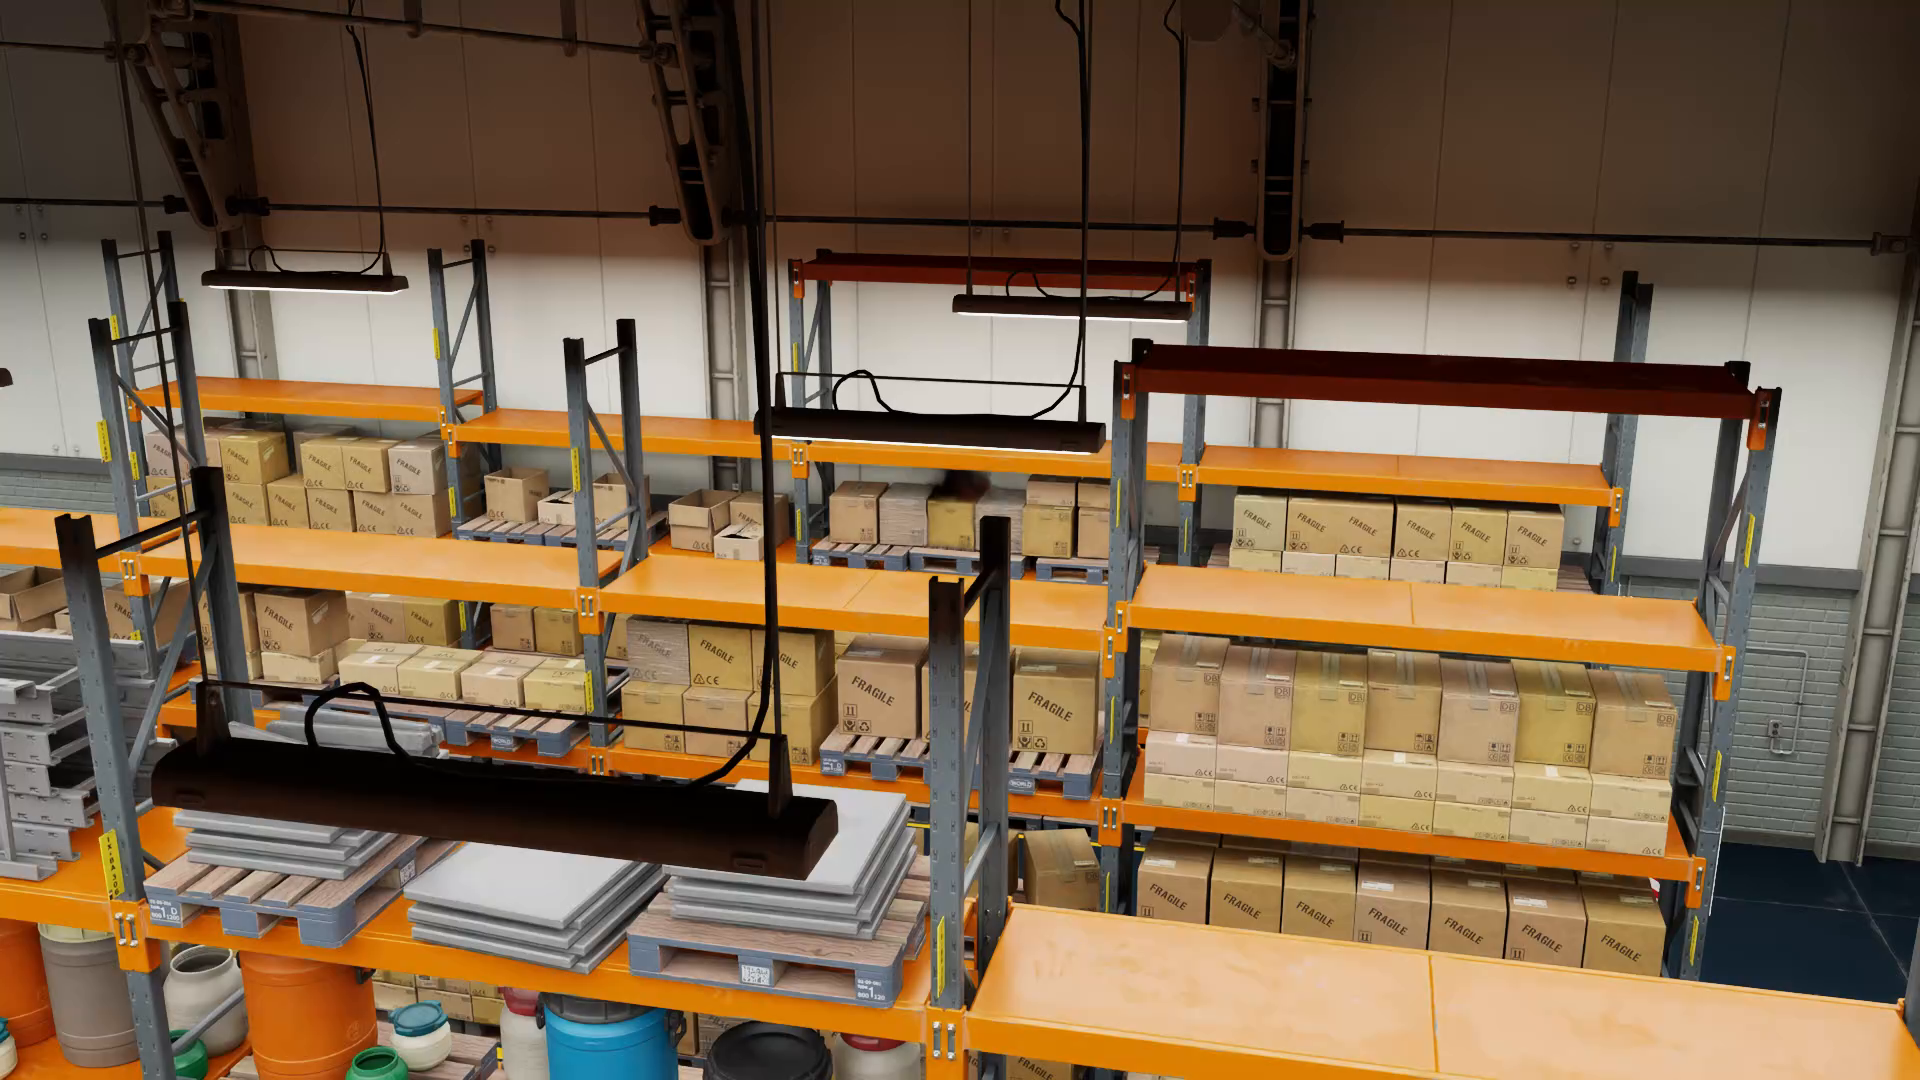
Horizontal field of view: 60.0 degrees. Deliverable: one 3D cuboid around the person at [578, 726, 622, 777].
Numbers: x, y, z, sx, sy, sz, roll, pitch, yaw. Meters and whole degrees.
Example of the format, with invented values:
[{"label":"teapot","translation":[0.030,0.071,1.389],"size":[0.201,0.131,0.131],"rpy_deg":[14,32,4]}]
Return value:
[{"label":"person","translation":[-3.759,2.377,17.269],"size":[0.576,1.680,0.473],"rpy_deg":[-1,16,-2]}]
